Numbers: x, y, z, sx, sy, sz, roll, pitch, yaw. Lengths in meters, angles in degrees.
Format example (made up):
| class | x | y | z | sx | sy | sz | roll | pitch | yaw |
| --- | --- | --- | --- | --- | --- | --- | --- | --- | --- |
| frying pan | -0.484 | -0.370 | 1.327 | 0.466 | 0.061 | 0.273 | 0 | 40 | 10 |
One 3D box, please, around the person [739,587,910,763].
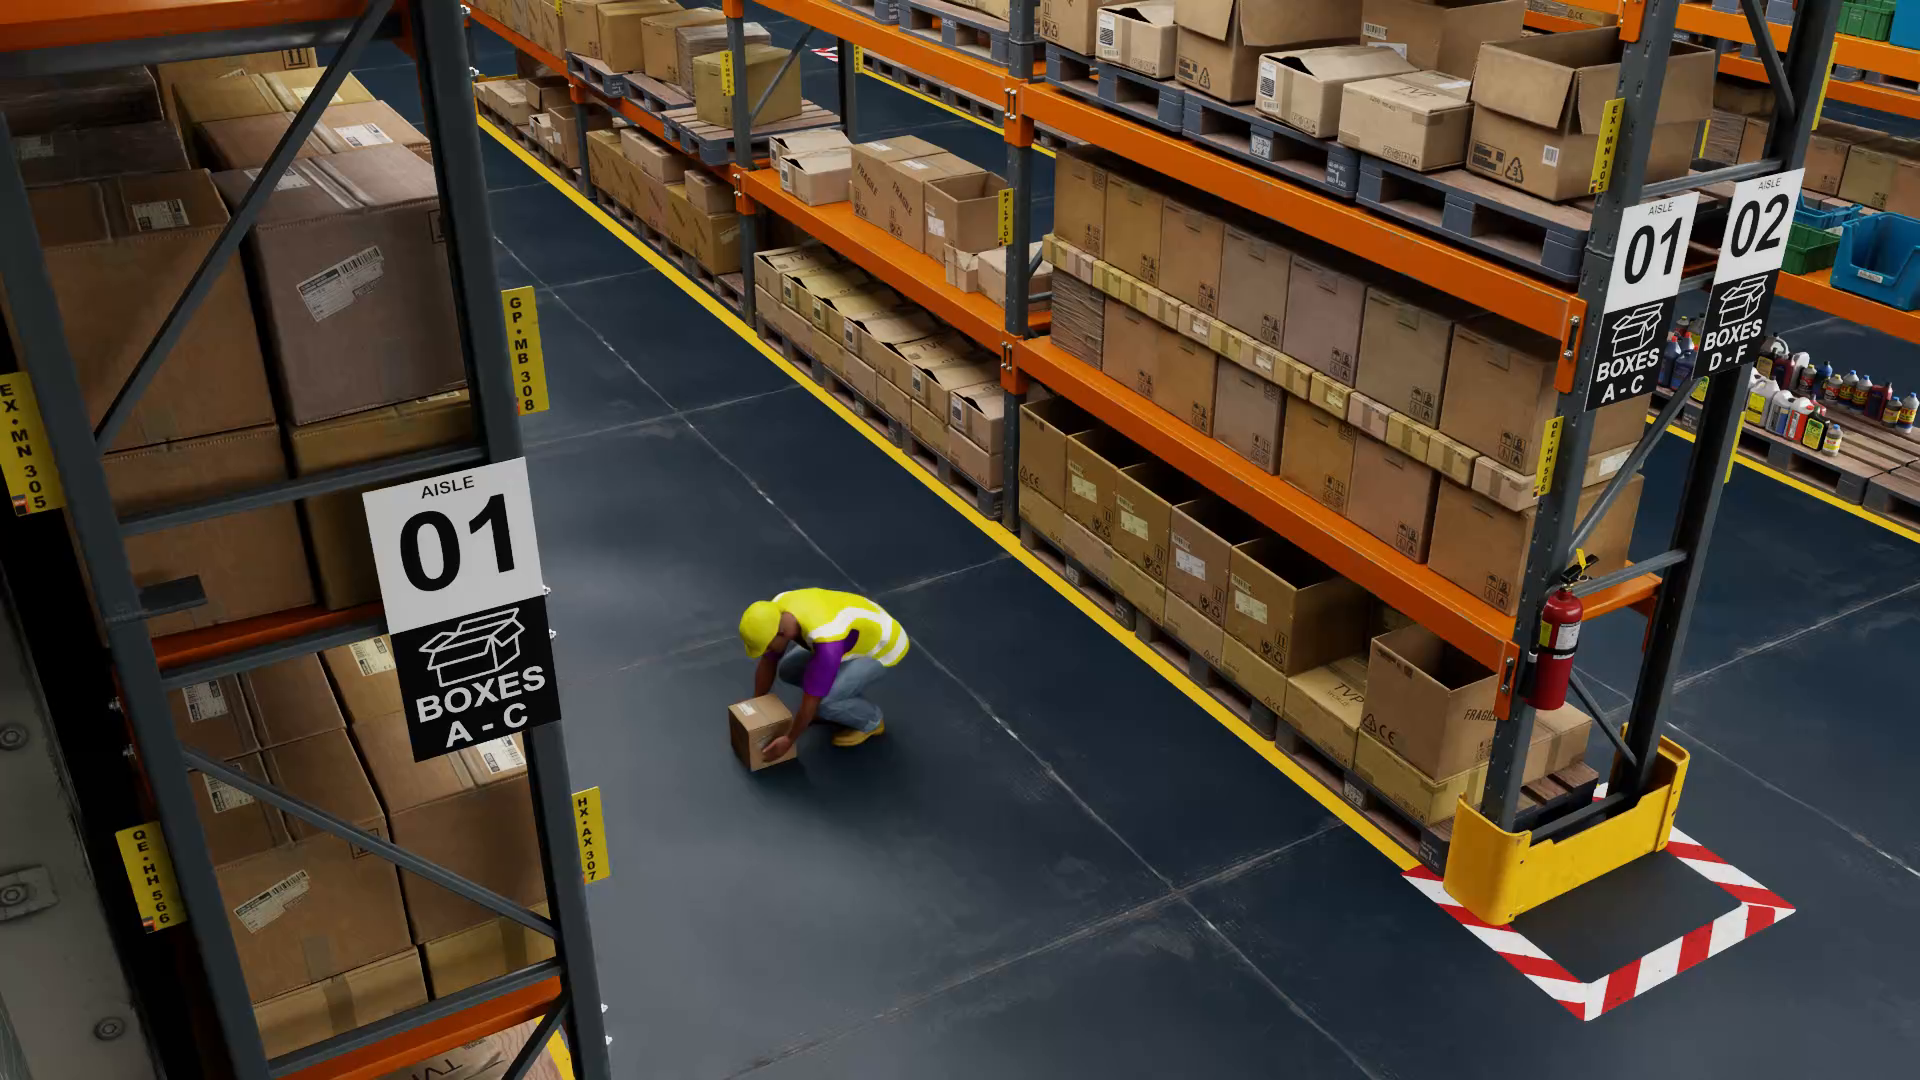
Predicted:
| class | x | y | z | sx | sy | sz | roll | pitch | yaw |
| --- | --- | --- | --- | --- | --- | --- | --- | --- | --- |
| person | -0.678 | 0.609 | 8.323 | 0.897 | 0.914 | 0.569 | -16 | 33 | -26 |
